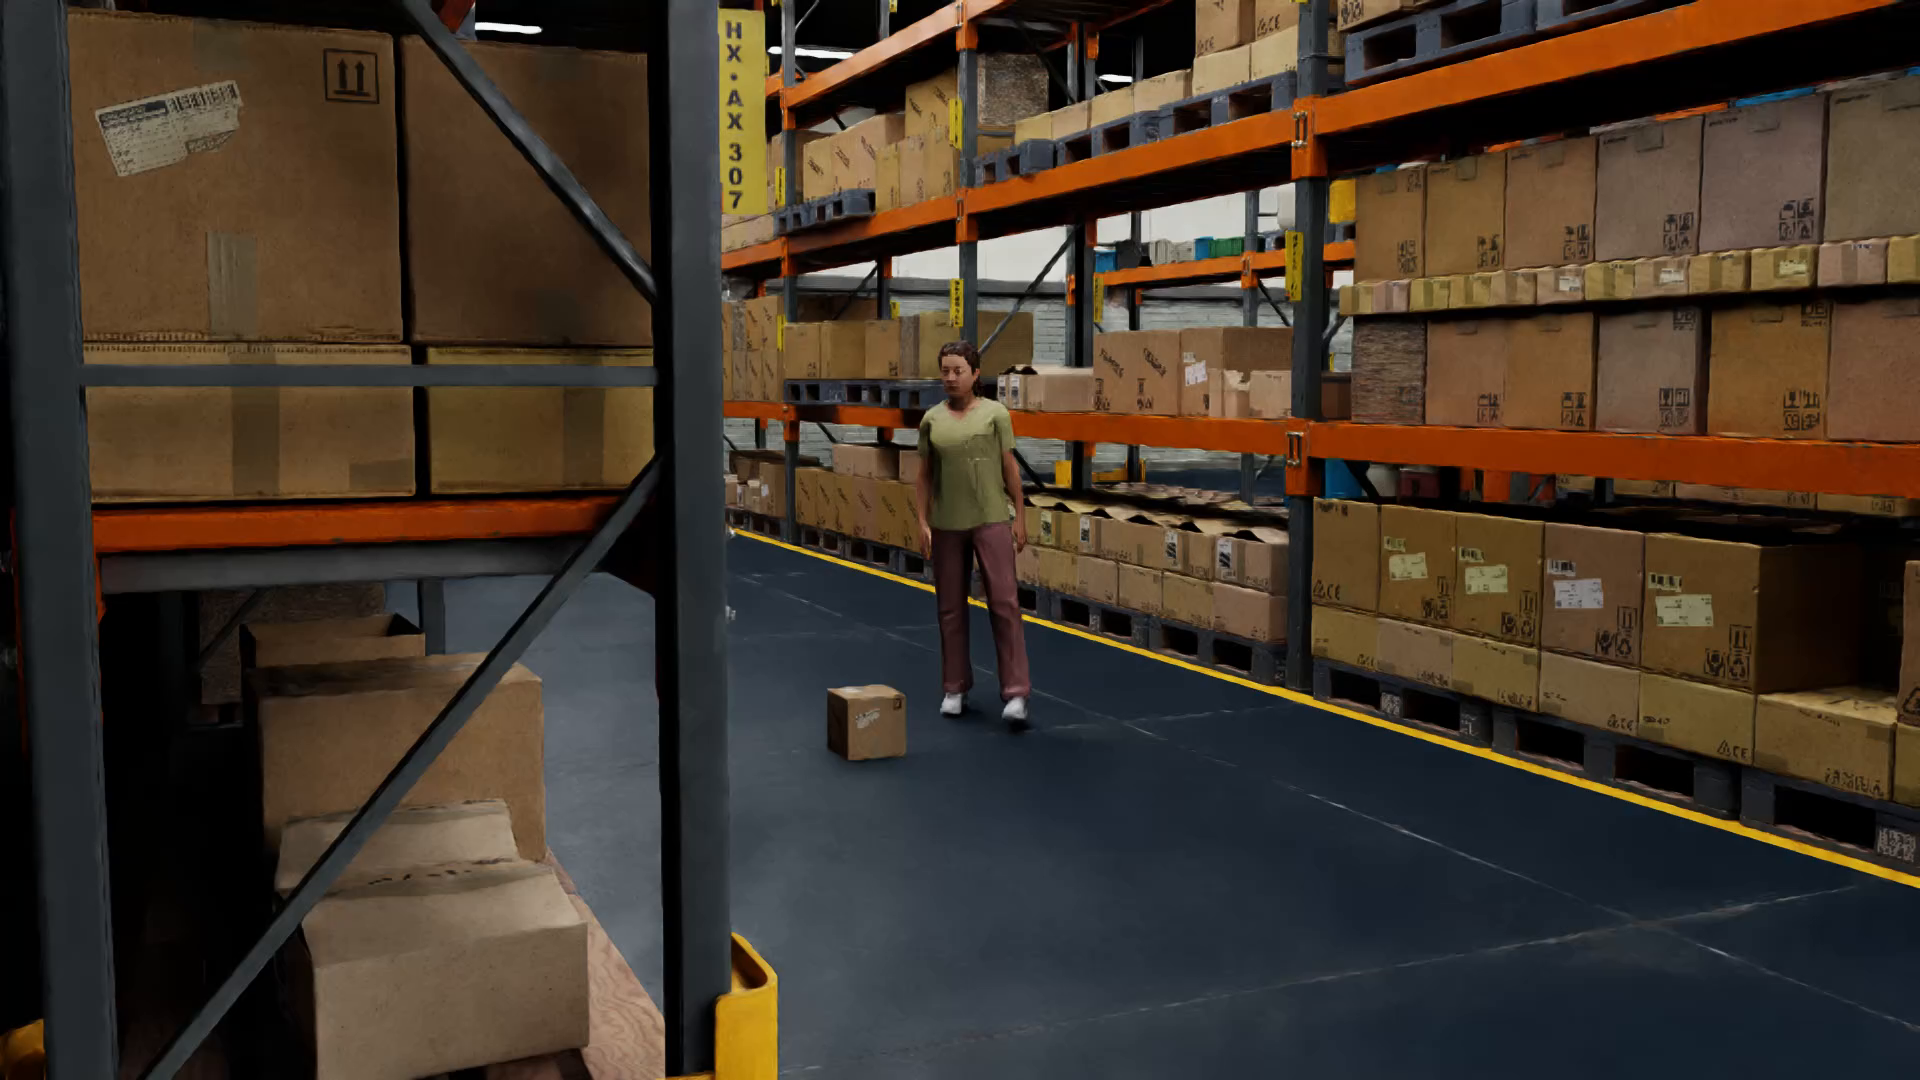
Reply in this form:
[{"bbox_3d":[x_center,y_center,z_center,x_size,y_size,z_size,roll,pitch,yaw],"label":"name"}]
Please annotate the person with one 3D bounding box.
[{"bbox_3d":[0.052,-0.045,7.329,0.559,1.675,0.599,1,6,12],"label":"person"}]
